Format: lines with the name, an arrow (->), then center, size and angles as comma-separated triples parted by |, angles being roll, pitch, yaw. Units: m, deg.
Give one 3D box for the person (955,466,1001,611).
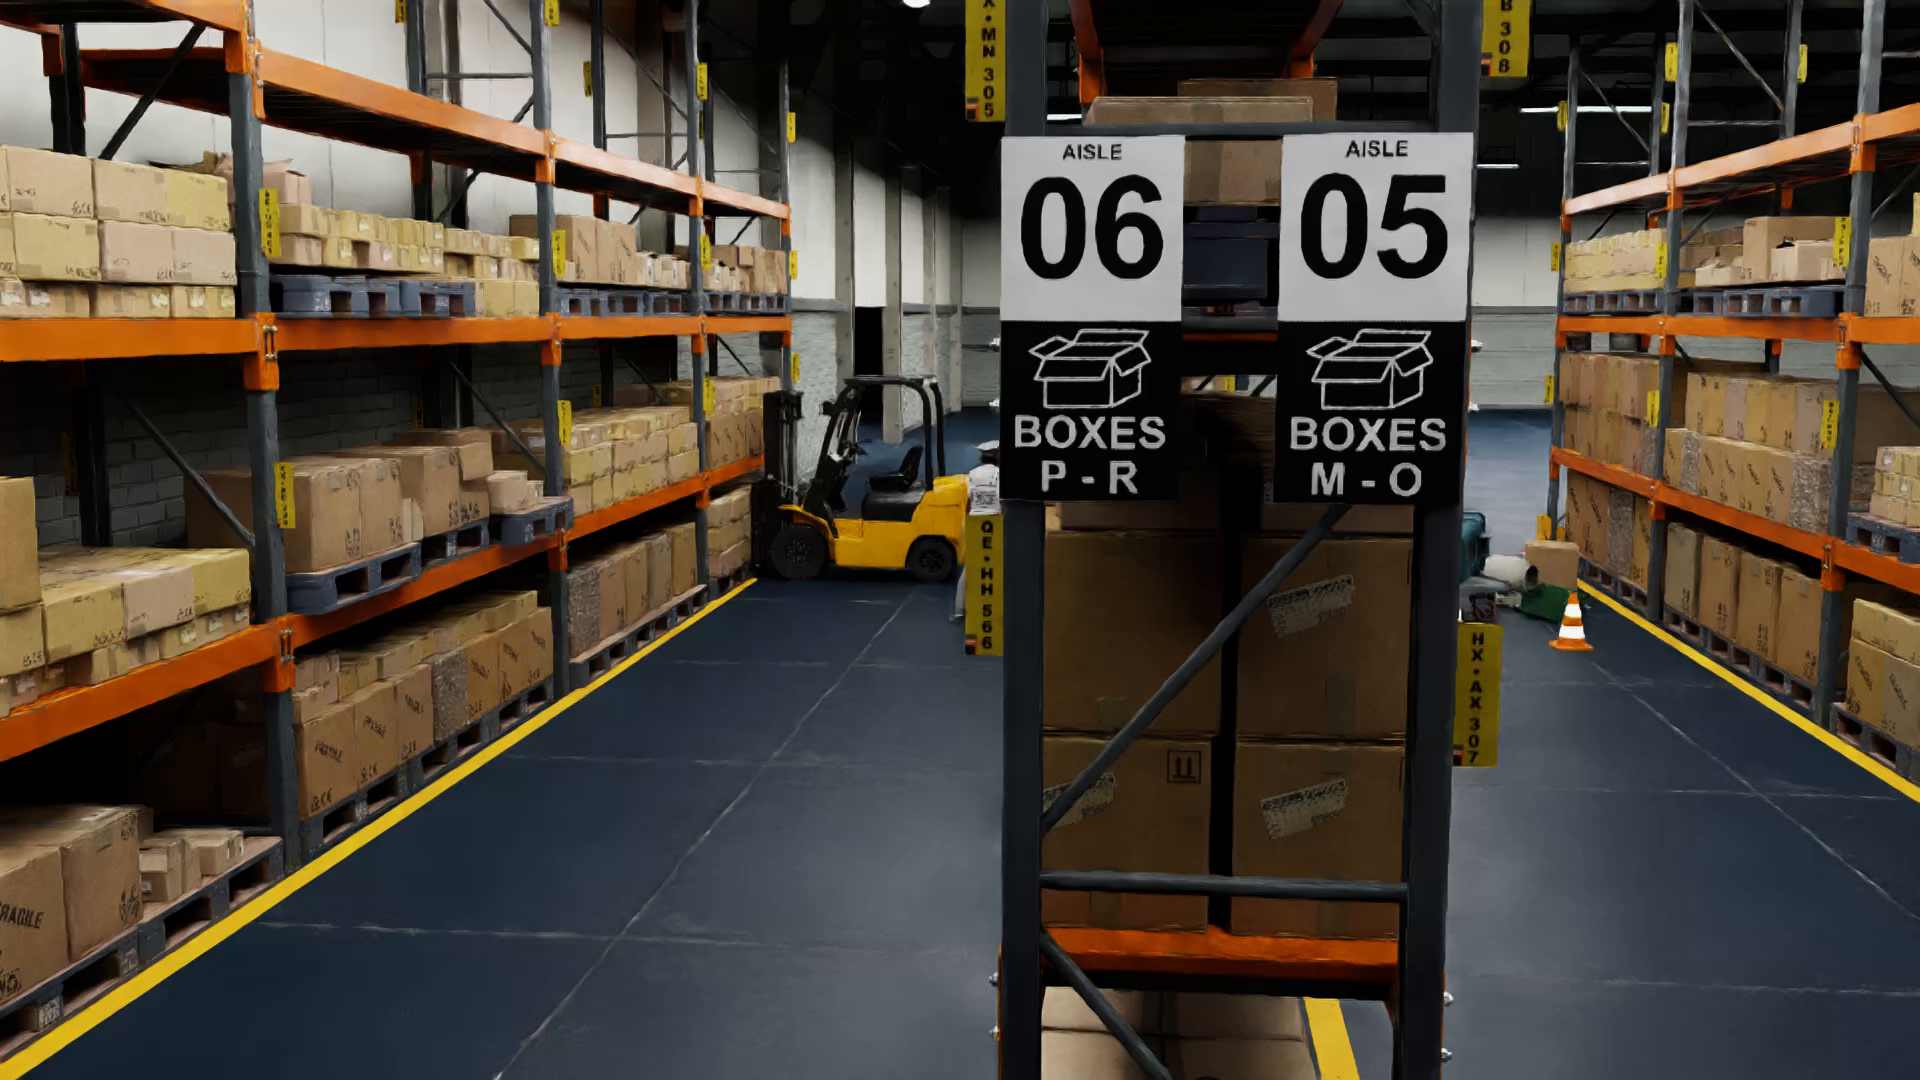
person -> 0.303, -0.014, 15.480 | 0.534, 1.321, 0.595 | 4, 9, 30
